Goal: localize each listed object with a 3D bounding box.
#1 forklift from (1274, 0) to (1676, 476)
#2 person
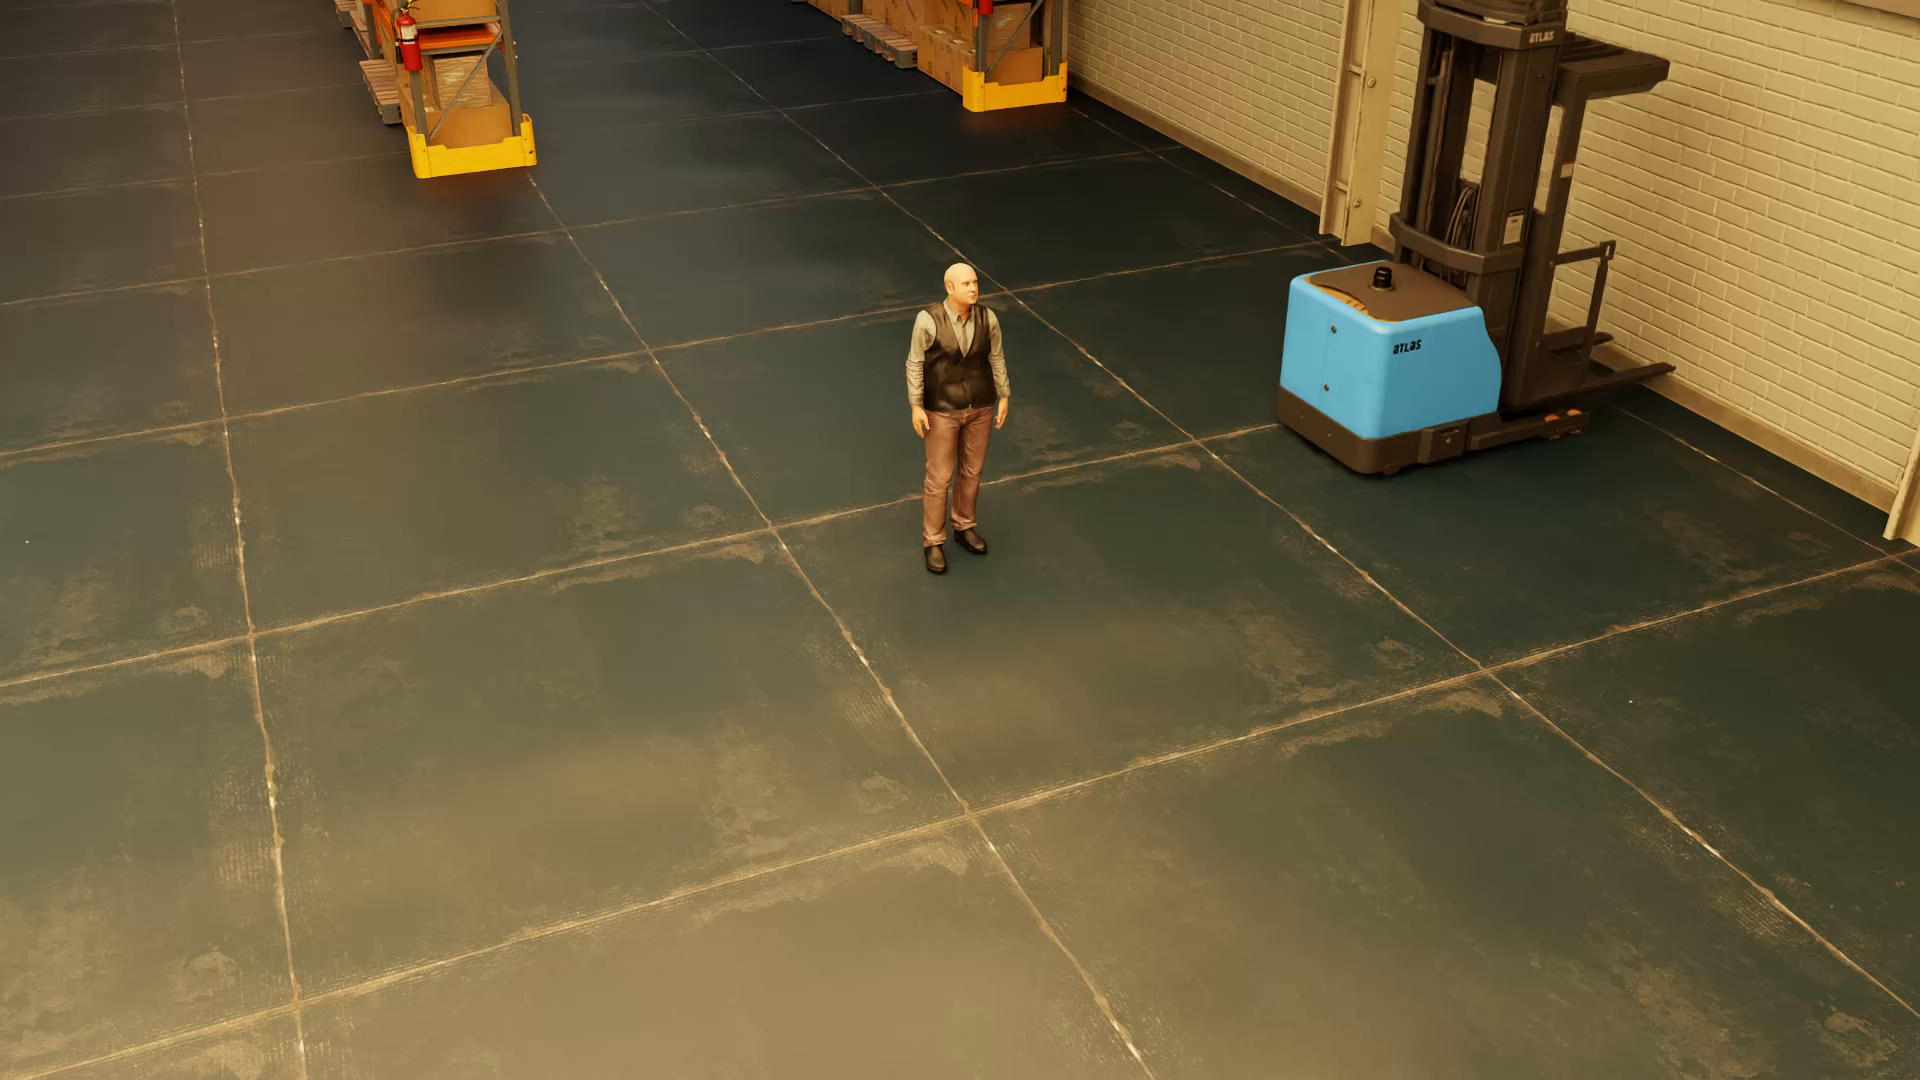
[{"bbox_3d":[3.717,-2.175,10.924,3.031,2.935,1.130,-13,32,-22],"label":"forklift"},{"bbox_3d":[0.019,-0.723,9.589,0.633,1.722,0.566,-12,32,-20],"label":"person"}]
